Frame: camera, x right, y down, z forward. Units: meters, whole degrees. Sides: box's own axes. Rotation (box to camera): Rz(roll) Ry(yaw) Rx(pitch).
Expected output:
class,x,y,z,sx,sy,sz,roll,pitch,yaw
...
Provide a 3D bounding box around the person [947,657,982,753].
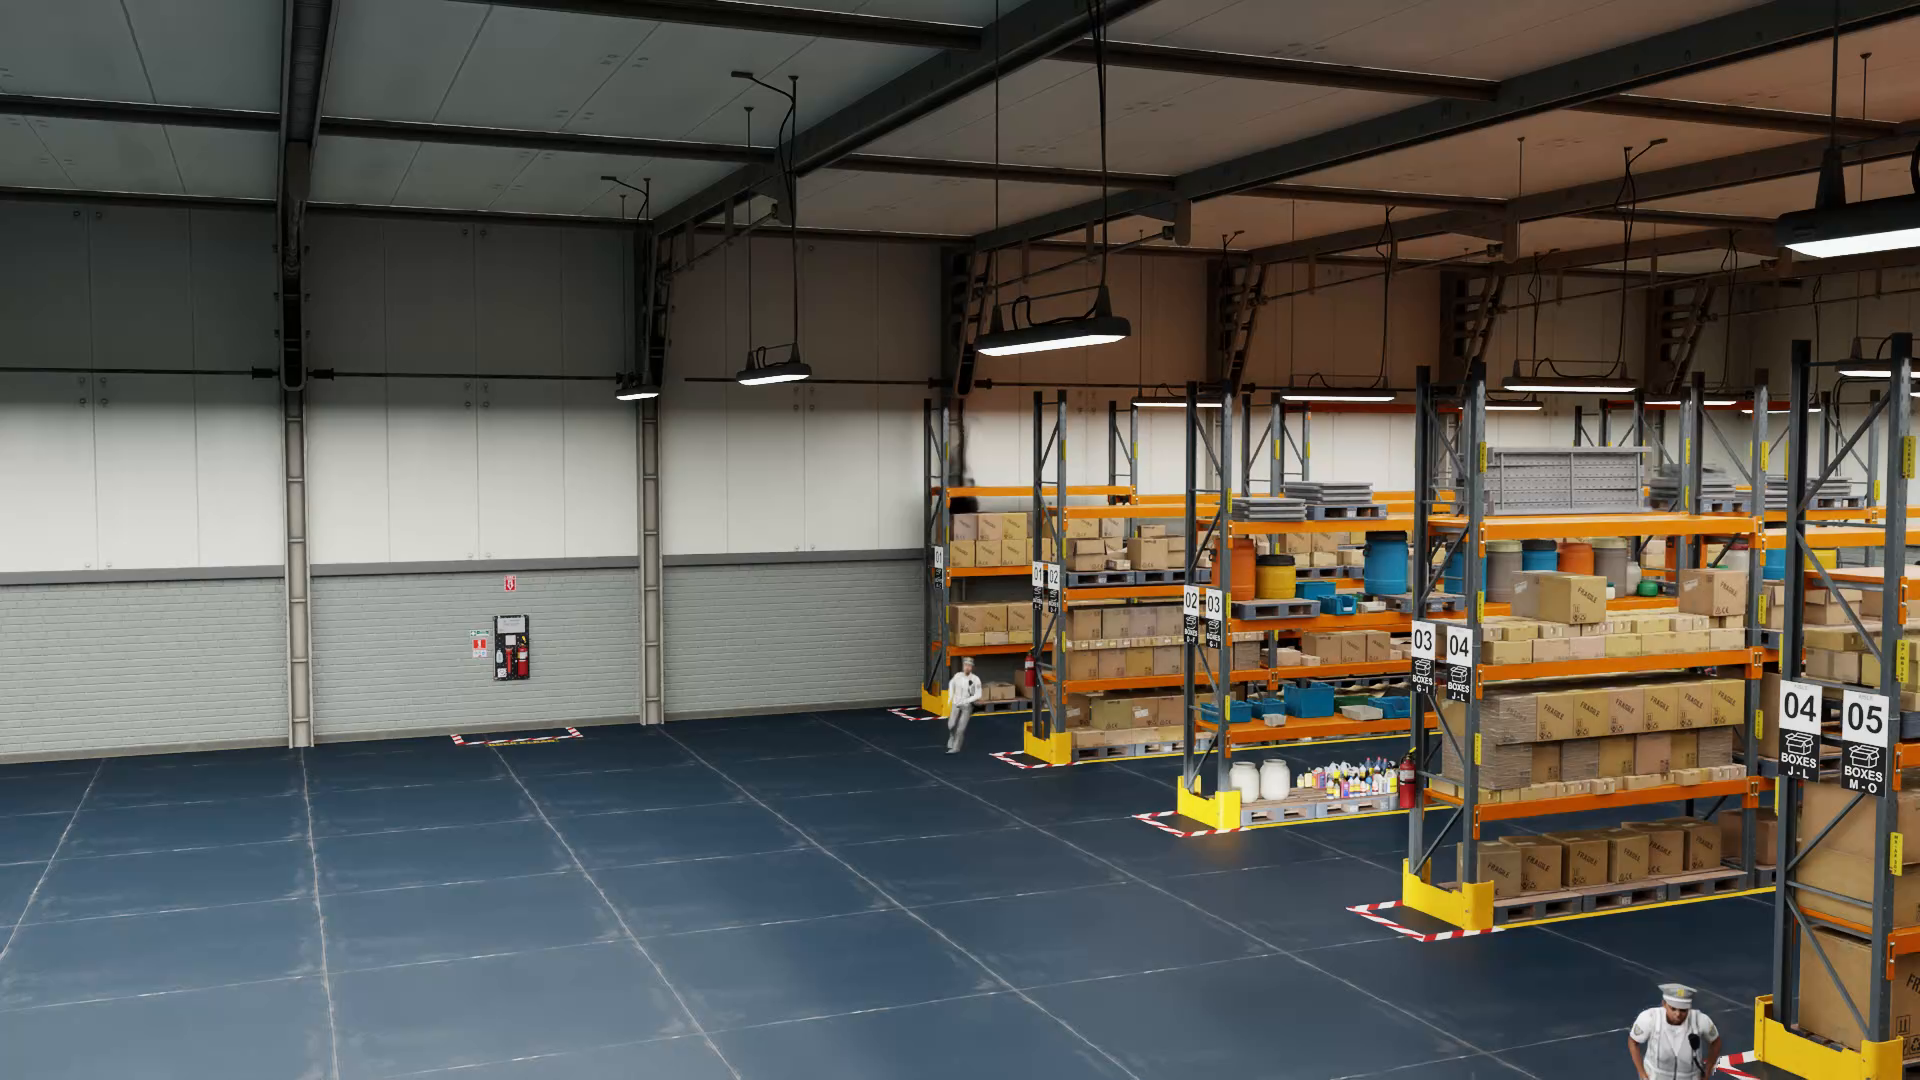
class,x,y,z,sx,sy,sz,roll,pitch,yaw
person,0.062,2.733,27.396,0.615,1.624,0.546,1,3,15

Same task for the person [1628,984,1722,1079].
class,x,y,z,sx,sy,sz,roll,pitch,yaw
person,4.852,3.725,11.343,0.589,1.618,0.931,1,3,14
